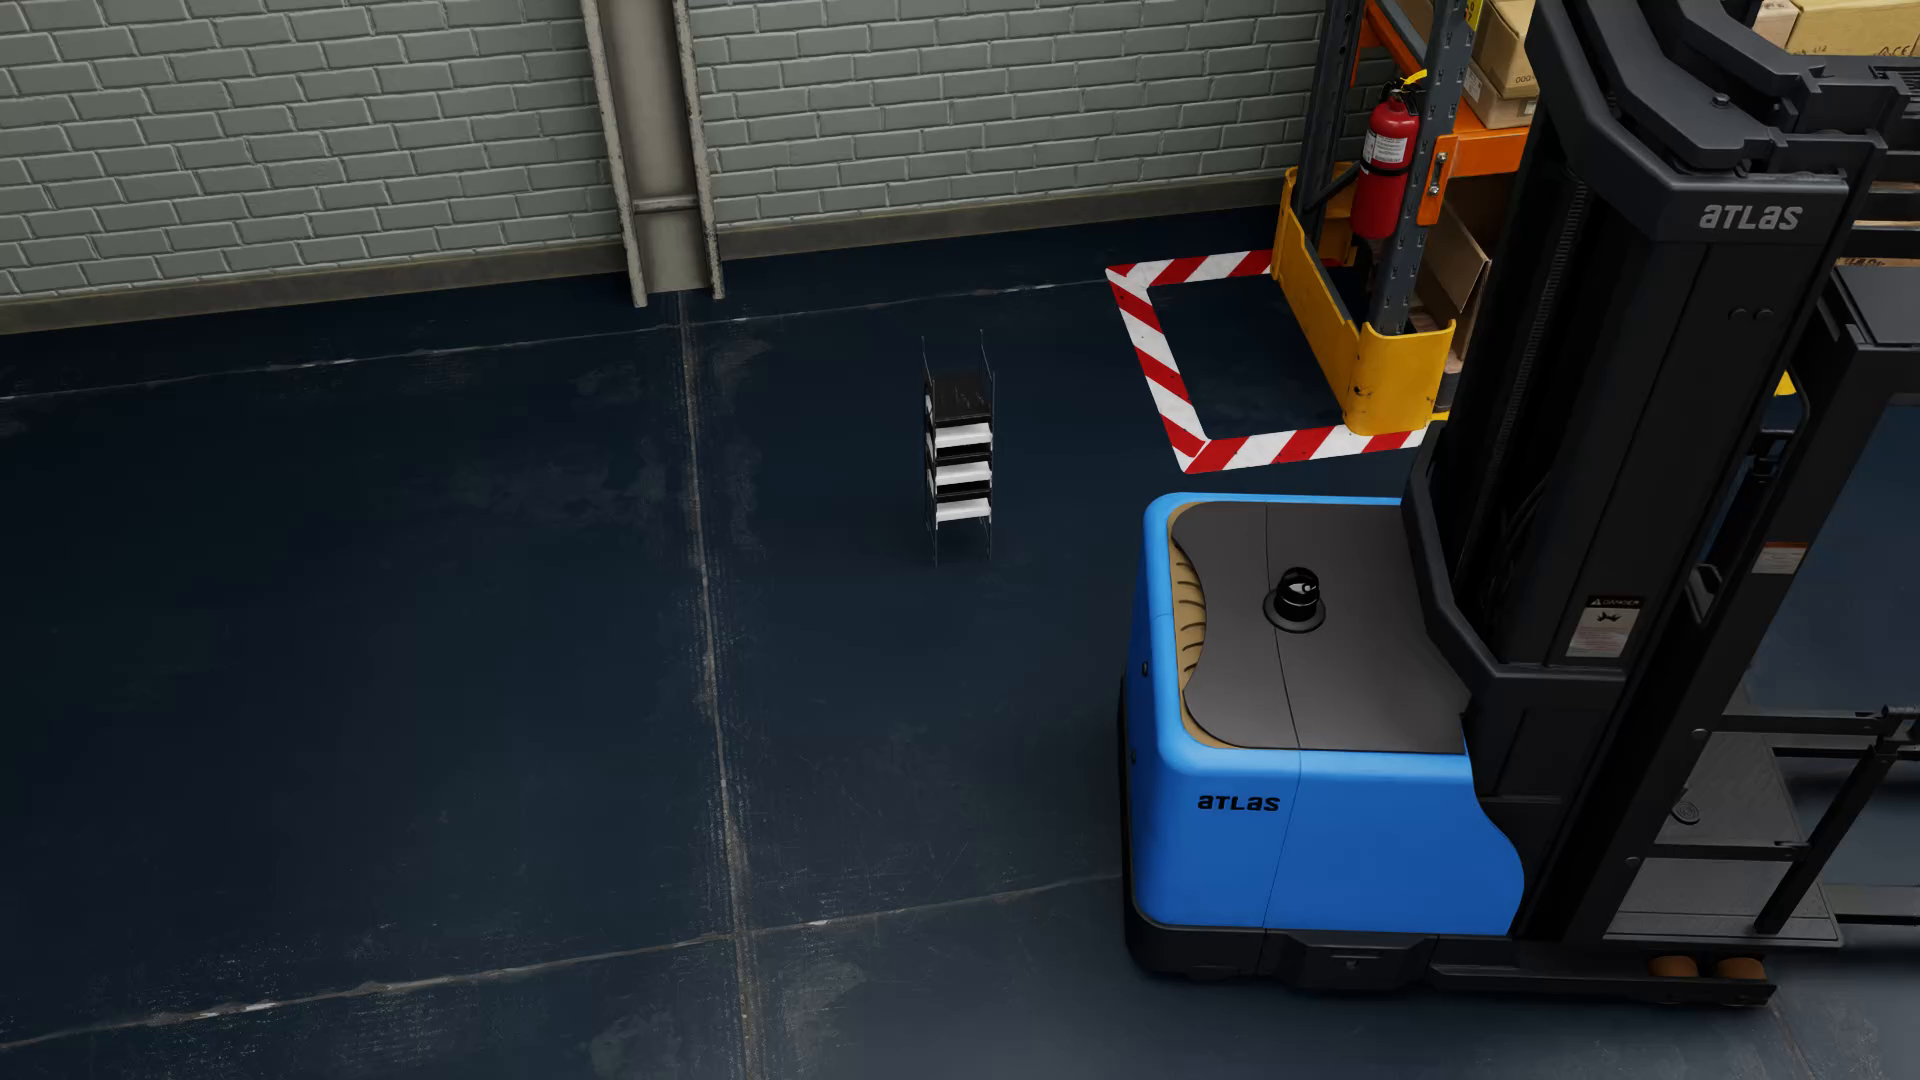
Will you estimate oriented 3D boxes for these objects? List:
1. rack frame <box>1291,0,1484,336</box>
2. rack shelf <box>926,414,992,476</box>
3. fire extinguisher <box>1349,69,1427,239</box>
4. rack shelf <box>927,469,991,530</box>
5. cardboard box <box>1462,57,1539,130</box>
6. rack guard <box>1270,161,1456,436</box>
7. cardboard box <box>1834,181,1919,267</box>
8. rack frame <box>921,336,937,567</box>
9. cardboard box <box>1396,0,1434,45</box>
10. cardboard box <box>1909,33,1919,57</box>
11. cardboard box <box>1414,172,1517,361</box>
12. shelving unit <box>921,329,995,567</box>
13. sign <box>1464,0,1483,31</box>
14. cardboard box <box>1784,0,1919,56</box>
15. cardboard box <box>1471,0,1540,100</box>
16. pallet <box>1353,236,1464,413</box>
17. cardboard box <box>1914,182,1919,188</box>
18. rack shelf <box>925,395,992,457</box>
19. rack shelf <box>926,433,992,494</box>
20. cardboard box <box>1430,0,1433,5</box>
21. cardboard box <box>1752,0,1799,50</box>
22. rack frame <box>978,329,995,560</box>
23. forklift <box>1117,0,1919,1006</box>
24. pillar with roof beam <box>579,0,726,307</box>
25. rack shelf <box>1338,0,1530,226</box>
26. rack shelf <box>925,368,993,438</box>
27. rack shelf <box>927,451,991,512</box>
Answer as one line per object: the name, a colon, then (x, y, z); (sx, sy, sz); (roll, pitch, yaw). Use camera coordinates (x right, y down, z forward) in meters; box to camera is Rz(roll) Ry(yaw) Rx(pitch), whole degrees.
rack frame: (1.563, -1.876, 5.974); (0.127, 3.000, 1.000); (-7, 46, -7)
rack shelf: (-0.008, -0.351, 5.884); (0.200, 0.077, 0.258); (-7, 46, -7)
fire extinguisher: (1.497, -1.373, 5.803); (0.183, 0.674, 0.296); (-7, 46, -7)
rack shelf: (-0.008, -0.163, 6.079); (0.200, 0.077, 0.258); (-7, 46, -7)
cardboard box: (1.934, -1.634, 5.916); (0.250, 0.149, 0.380); (-7, 47, -7)
rack guard: (1.638, -1.018, 6.883); (0.348, 0.500, 1.175); (-7, 46, -7)
cardboard box: (3.569, -1.233, 6.799); (0.500, 0.500, 0.500); (-6, 46, -6)
rack frame: (-0.108, -0.299, 5.913); (0.006, 0.900, 0.240); (-7, 46, -7)
cardboard box: (1.844, -2.020, 6.287); (0.250, 0.149, 0.380); (-8, 47, -7)
cardboard box: (3.552, -1.996, 5.988); (0.500, 0.250, 0.500); (-8, 47, -8)
cardboard box: (2.182, -1.163, 6.729); (0.637, 0.503, 0.797); (-9, 47, -8)
shelving unit: (-0.008, -0.311, 5.925); (0.210, 0.900, 0.258); (-7, 46, -7)
sign: (1.656, -1.791, 5.291); (0.005, 0.325, 0.100); (-7, 46, -7)
cardboard box: (3.052, -1.918, 5.912); (0.500, 0.250, 0.500); (-8, 47, -8)
cardboard box: (2.056, -1.791, 5.790); (0.500, 0.250, 0.500); (-7, 46, -7)
pallet: (2.424, -1.016, 7.082); (1.213, 0.211, 1.003); (-7, 46, -7)
cardboard box: (4.054, -1.367, 6.928); (0.500, 0.500, 0.700); (-9, 47, -8)
rack shelf: (-0.008, -0.413, 5.819); (0.200, 0.077, 0.258); (-7, 46, -7)
rack shelf: (-0.008, -0.288, 5.949); (0.200, 0.077, 0.258); (-7, 46, -7)
cardboard box: (1.971, -2.172, 6.157); (0.500, 0.250, 0.500); (-6, 46, -6)
cardboard box: (2.553, -1.853, 5.850); (0.500, 0.250, 0.500); (-7, 46, -6)
rack frame: (0.092, -0.324, 5.937); (0.006, 0.900, 0.240); (-7, 46, -7)
forklift: (2.026, -0.031, 4.245); (3.031, 2.935, 1.130); (1, 46, 1)
pillar with roof beam: (-0.513, -1.211, 1.168); (0.400, 9.000, 9.100); (-7, 46, -7)
rack shelf: (3.534, -1.871, 6.470); (4.000, 0.370, 1.077); (-7, 46, -7)
rack shelf: (-0.008, -0.475, 5.755); (0.200, 0.077, 0.258); (-7, 46, -7)
rack shelf: (-0.008, -0.226, 6.014); (0.200, 0.077, 0.258); (-7, 46, -7)
